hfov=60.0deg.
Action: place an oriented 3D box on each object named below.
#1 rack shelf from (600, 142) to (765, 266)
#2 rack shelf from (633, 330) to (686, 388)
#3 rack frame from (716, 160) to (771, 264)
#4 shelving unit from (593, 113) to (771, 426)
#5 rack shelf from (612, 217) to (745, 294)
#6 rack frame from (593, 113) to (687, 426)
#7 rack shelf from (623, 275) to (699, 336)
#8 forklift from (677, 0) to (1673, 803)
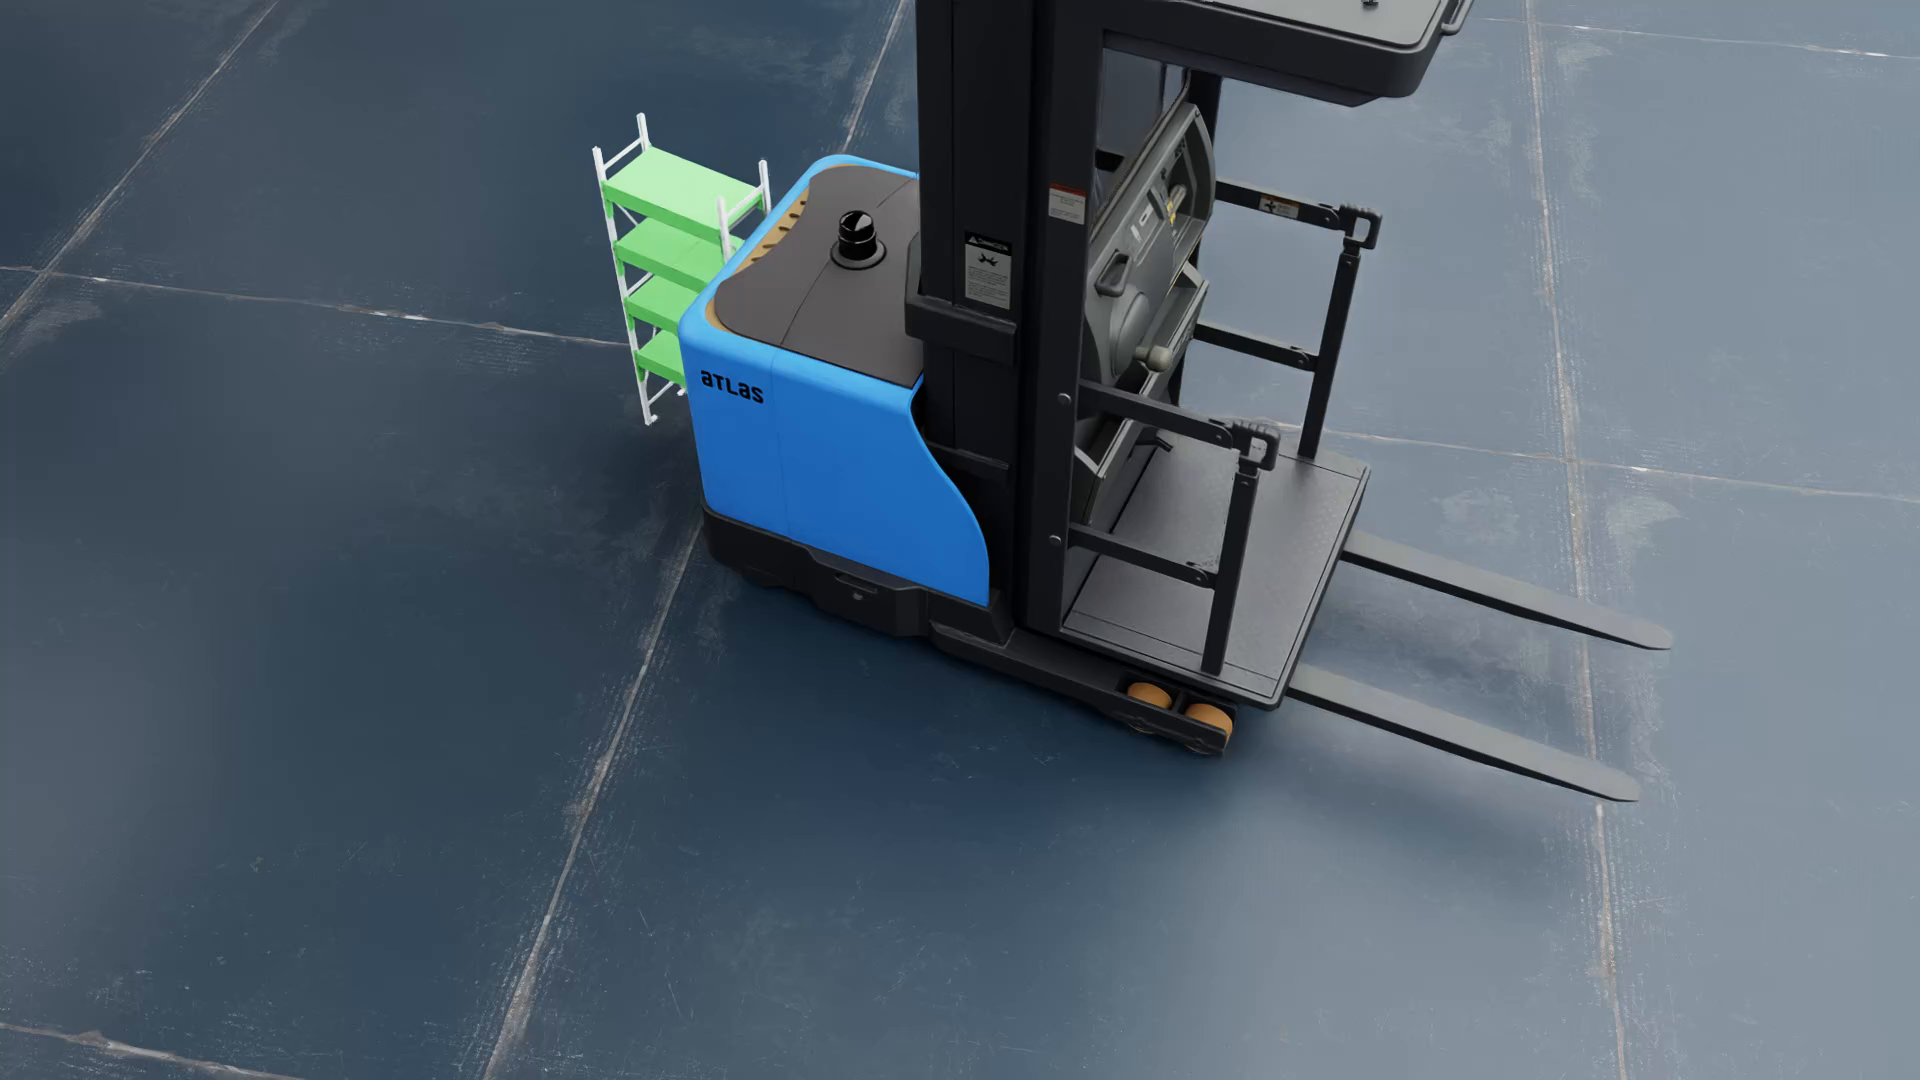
[{"bbox_3d":[-0.882,-1.085,5.358,0.480,0.148,0.258,25,53,21],"label":"rack shelf"},{"bbox_3d":[-0.883,-0.603,5.893,0.480,0.148,0.258,25,53,21],"label":"rack shelf"},{"bbox_3d":[-0.675,-0.710,5.581,0.015,1.200,0.240,25,53,21],"label":"rack frame"},{"bbox_3d":[-0.883,-0.806,5.667,0.503,1.200,0.258,25,53,21],"label":"shelving unit"},{"bbox_3d":[-0.883,-0.924,5.536,0.480,0.148,0.258,25,53,21],"label":"rack shelf"},{"bbox_3d":[-1.090,-0.902,5.753,0.015,1.200,0.240,25,53,21],"label":"rack frame"},{"bbox_3d":[-0.883,-0.763,5.715,0.480,0.148,0.258,25,53,21],"label":"rack shelf"},{"bbox_3d":[0.707,-0.770,4.472,3.031,2.935,1.130,19,51,16],"label":"forklift"}]
